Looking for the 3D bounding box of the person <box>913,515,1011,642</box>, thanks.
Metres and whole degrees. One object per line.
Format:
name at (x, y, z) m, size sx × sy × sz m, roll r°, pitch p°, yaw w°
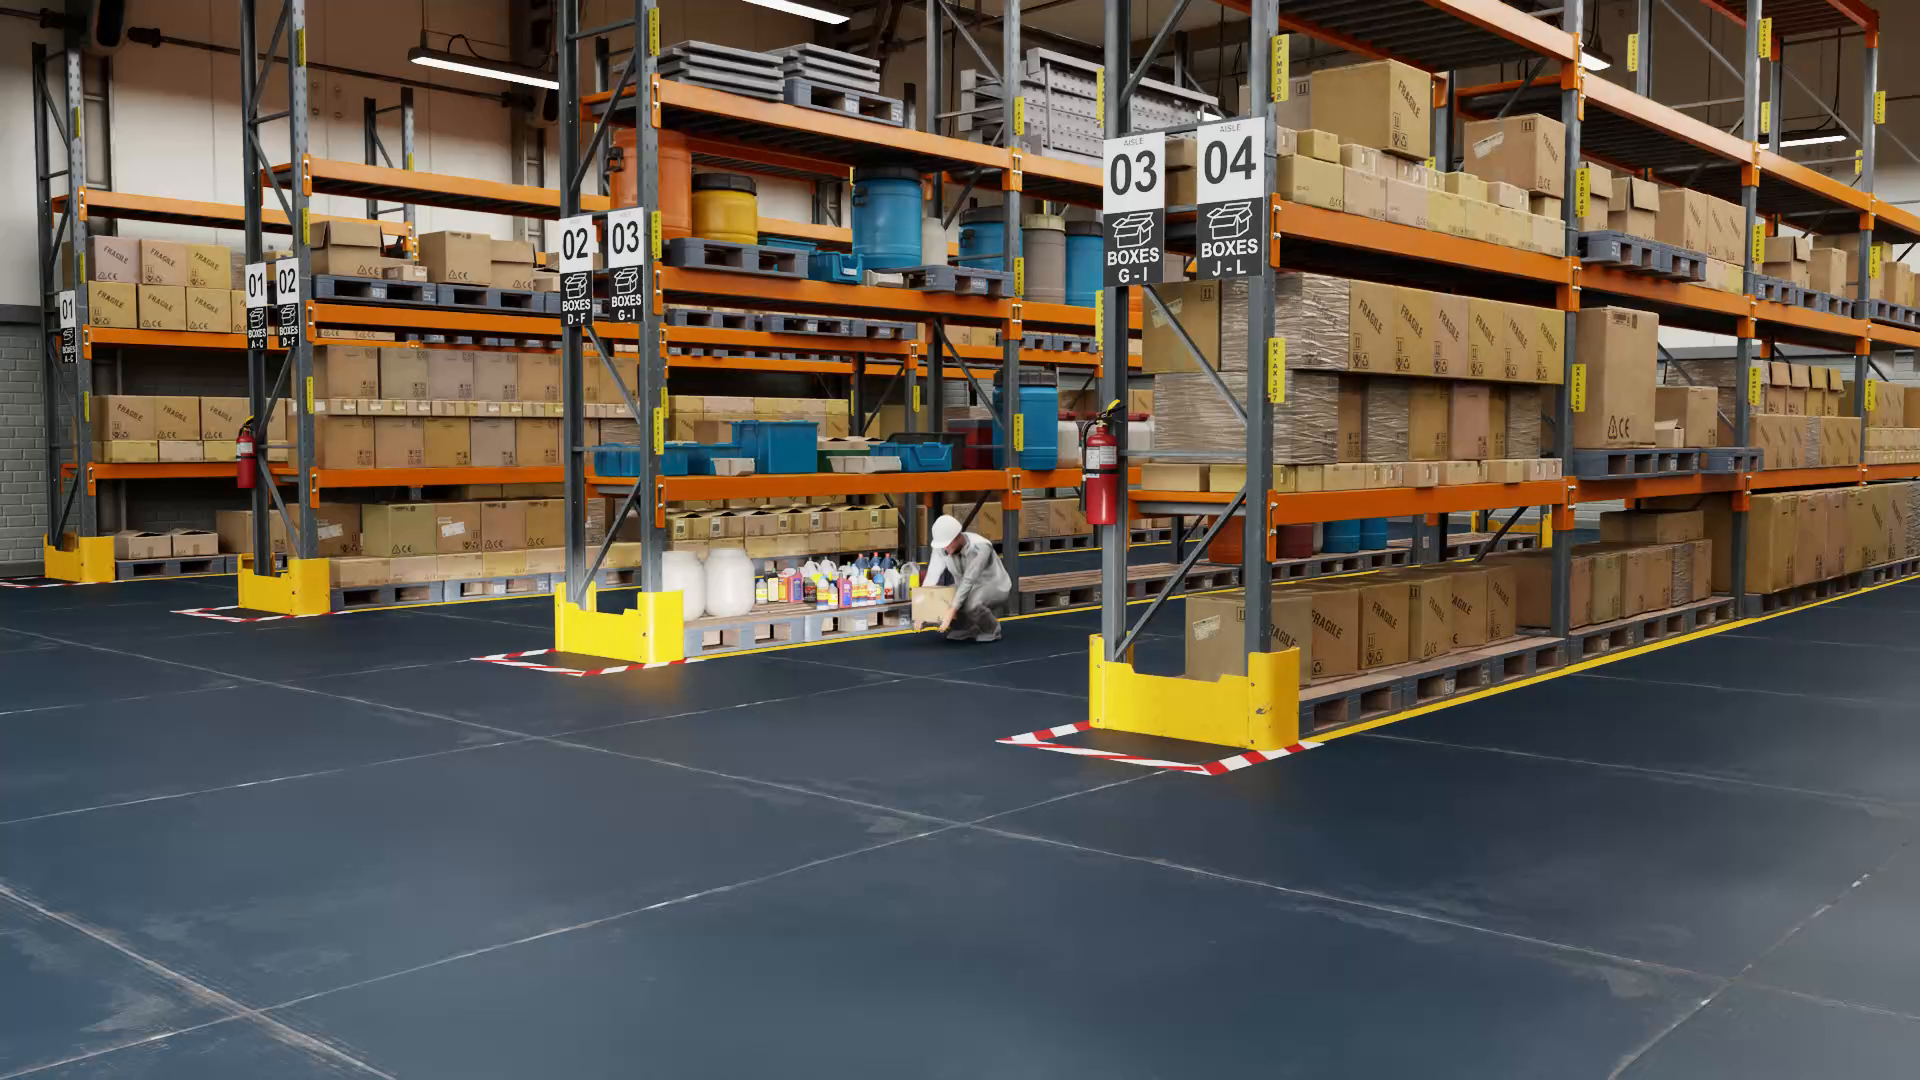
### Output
person at (0.032, 0.301, 12.971) m, size 0.526 × 1.008 × 0.879 m, roll 3°, pitch 5°, yaw 40°
